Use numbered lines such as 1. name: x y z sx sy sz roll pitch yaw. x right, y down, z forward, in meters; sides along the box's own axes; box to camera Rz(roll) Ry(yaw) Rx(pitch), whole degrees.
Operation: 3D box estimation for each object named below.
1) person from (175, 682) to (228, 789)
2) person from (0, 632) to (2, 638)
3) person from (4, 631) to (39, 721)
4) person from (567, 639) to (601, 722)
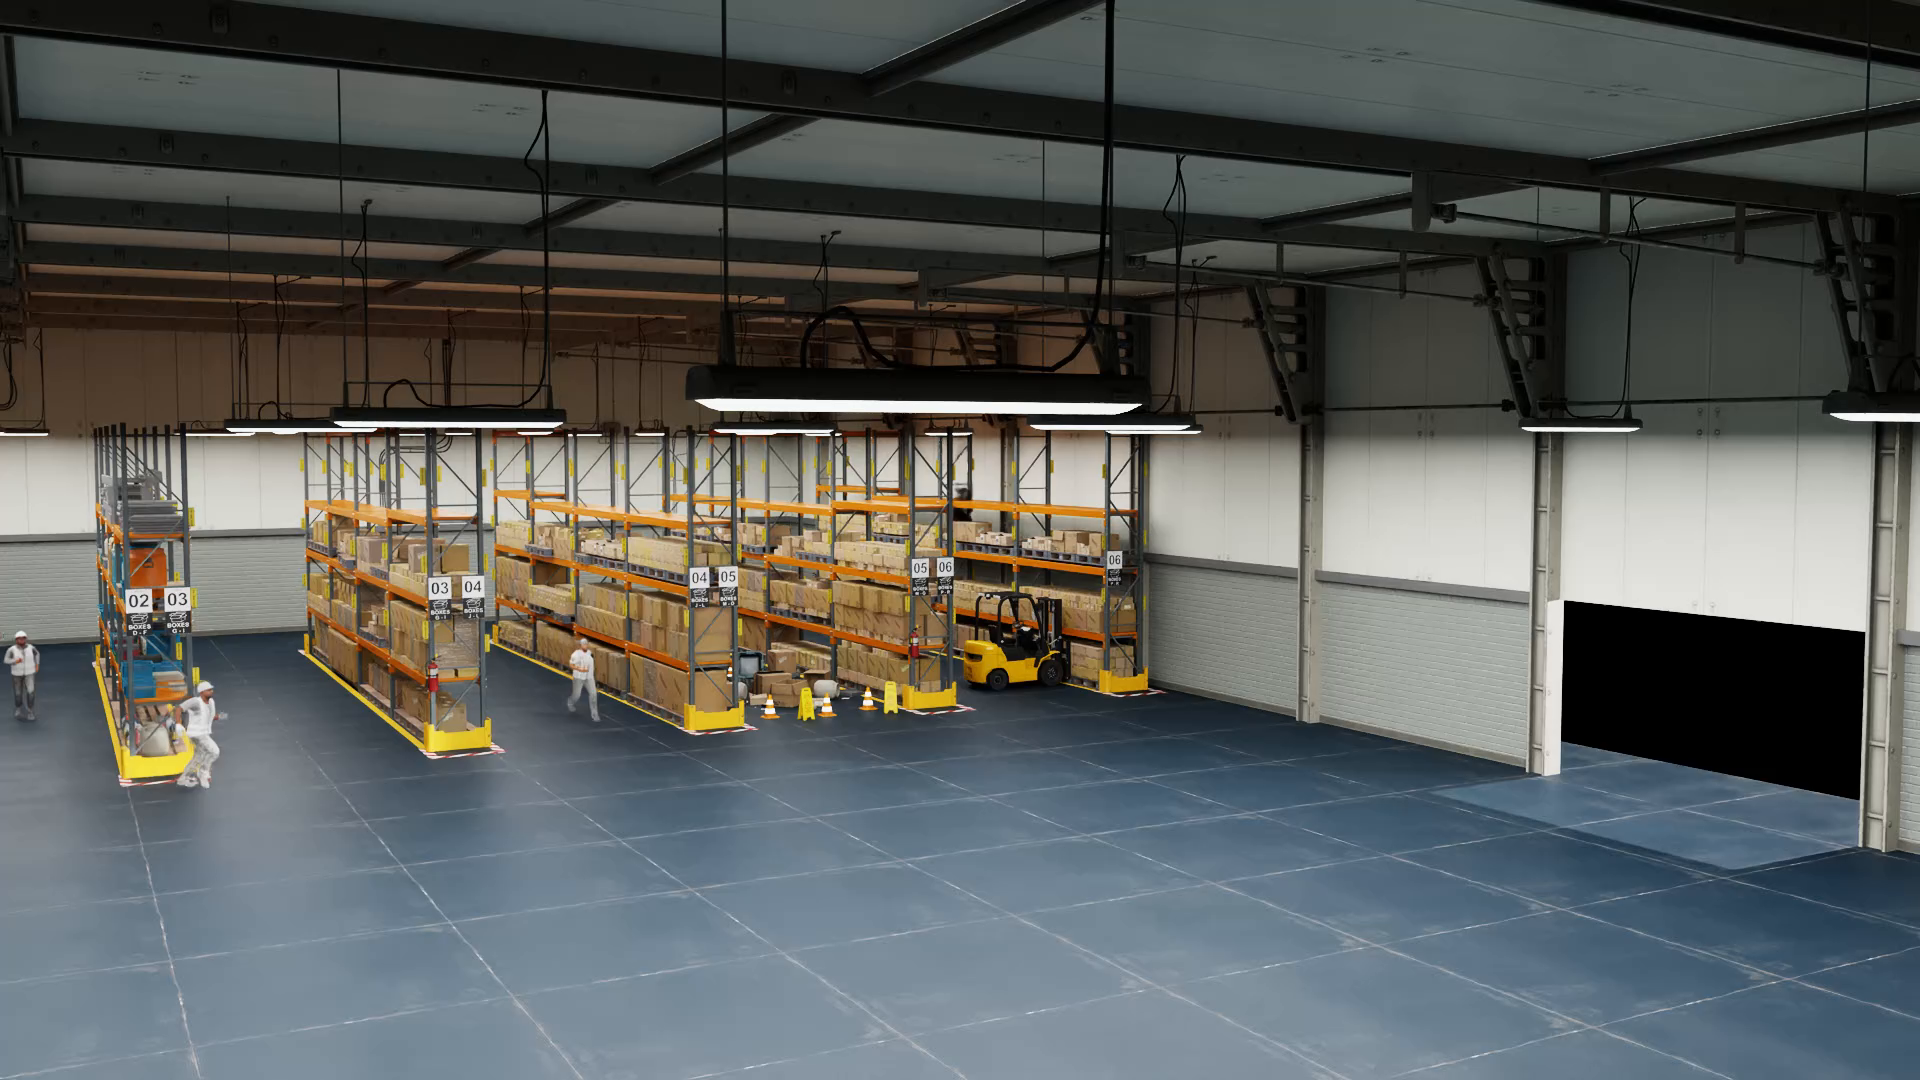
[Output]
1. person: -12.378 3.187 27.123 0.815 1.752 0.719 0 3 3
2. person: -22.363 2.525 38.153 0.660 1.720 0.990 -2 4 -33
3. person: -19.176 2.774 34.008 0.671 1.840 0.786 -2 4 -35
4. person: -7.733 2.849 33.992 0.574 1.685 1.086 -3 4 -38
